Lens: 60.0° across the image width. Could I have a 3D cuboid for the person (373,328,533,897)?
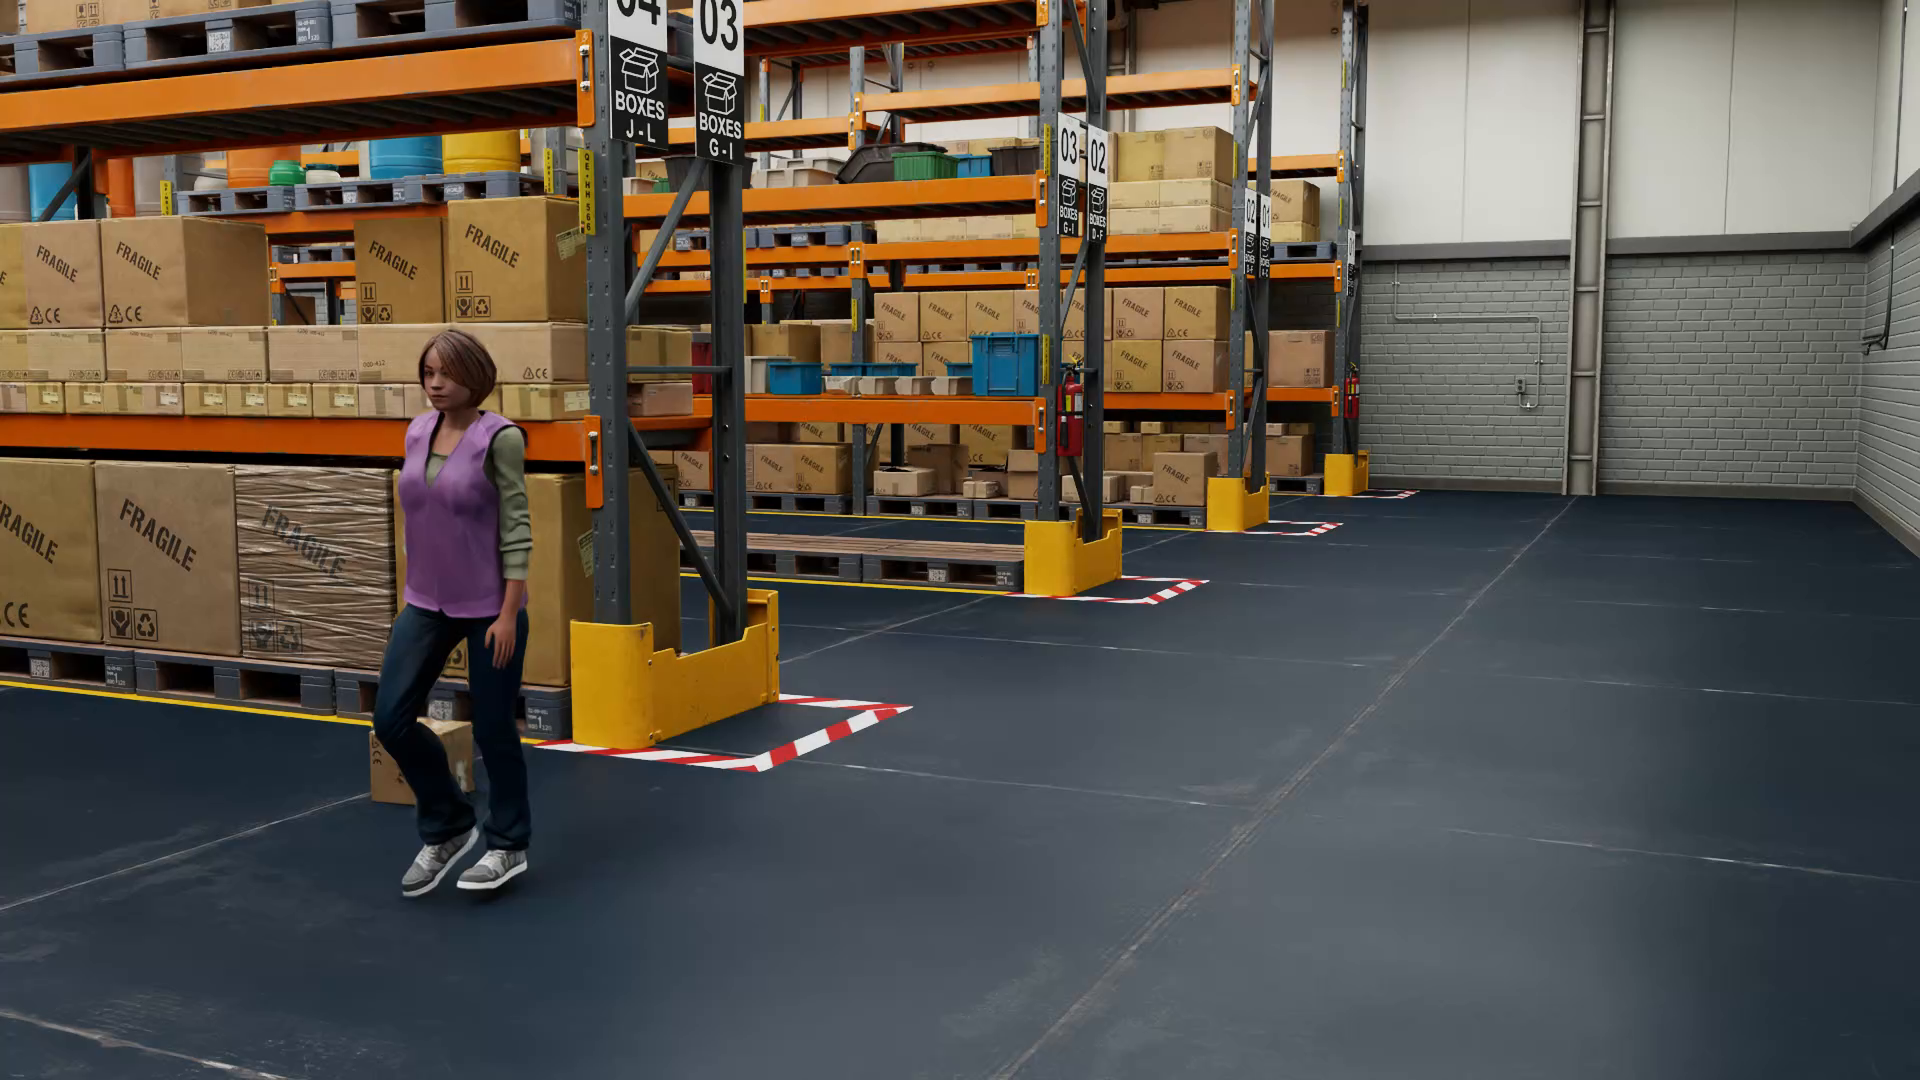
[{"bbox_3d":[-1.387,0.215,4.679,0.440,1.608,0.440,2,6,16],"label":"person"}]
